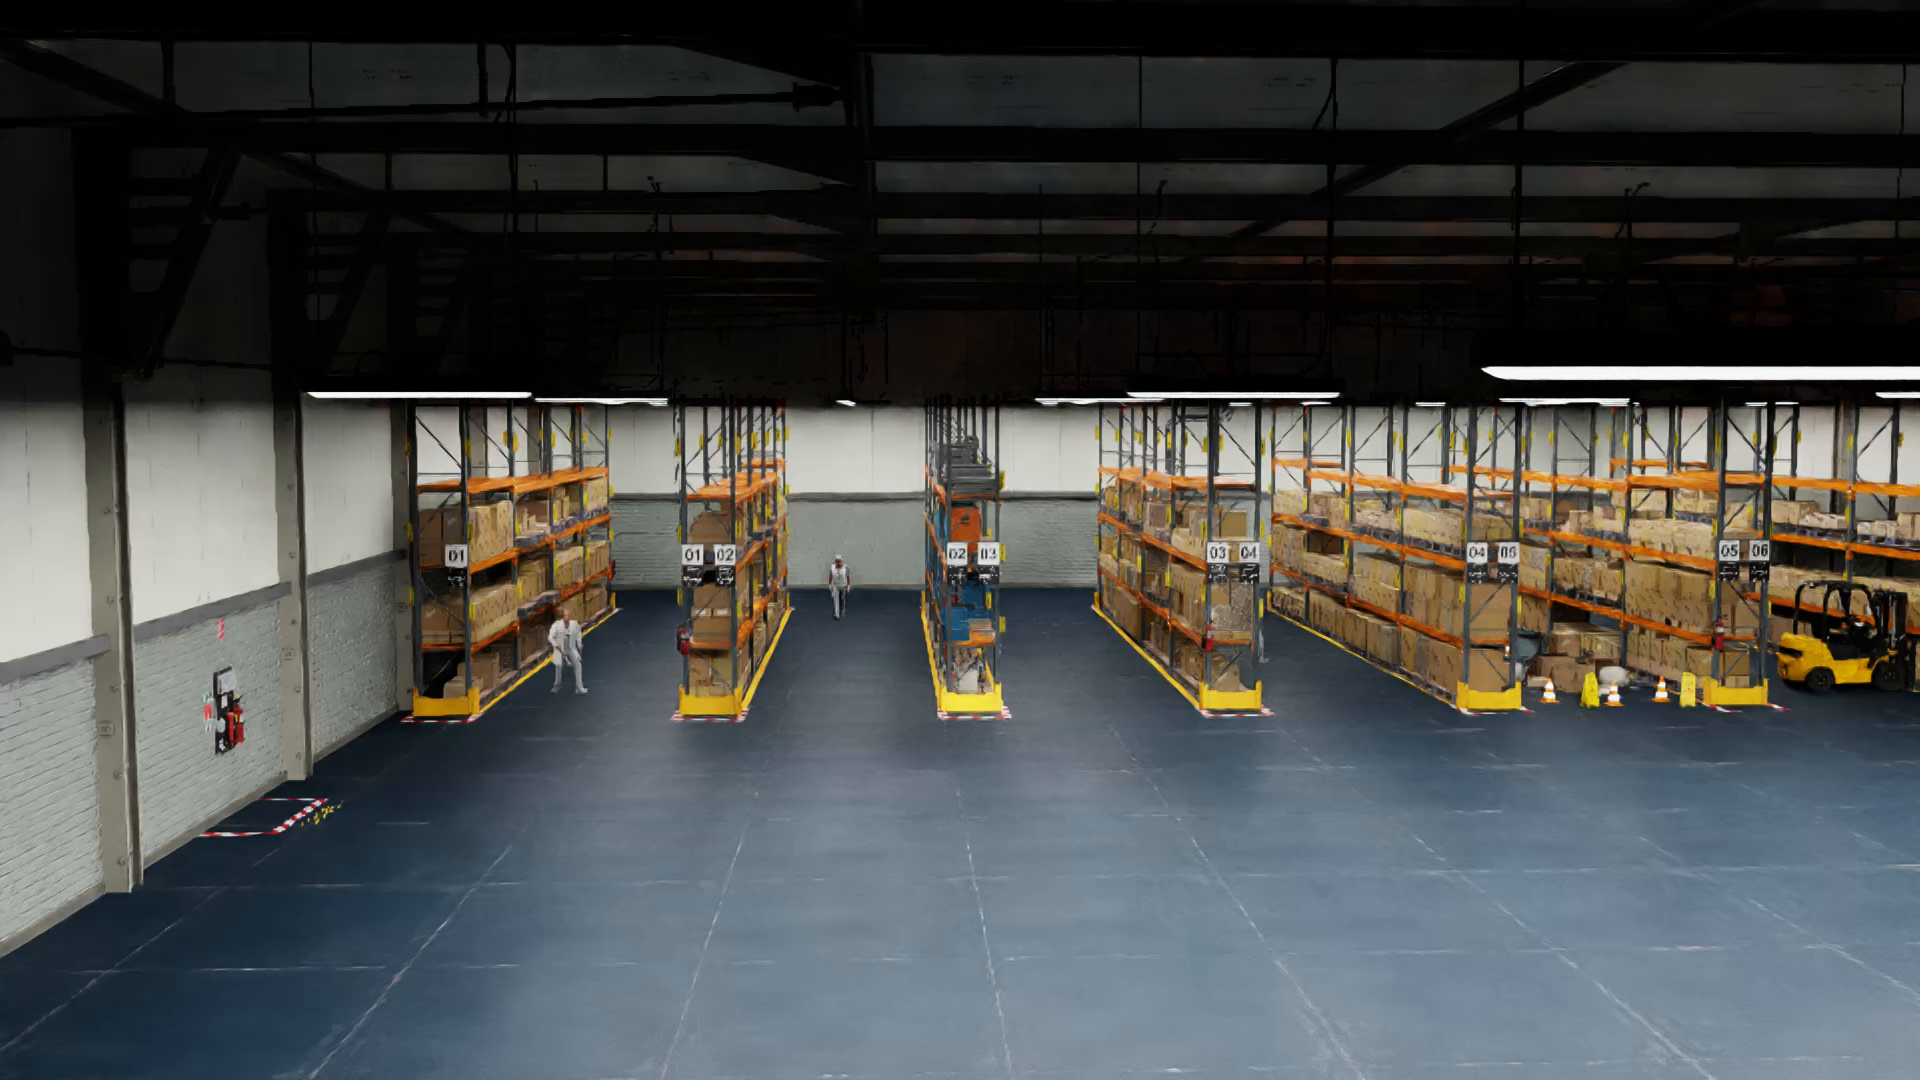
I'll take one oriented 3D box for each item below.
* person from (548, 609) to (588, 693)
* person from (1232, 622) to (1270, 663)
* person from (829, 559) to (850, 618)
[{"bbox_3d":[-7.905,2.219,33.395,0.737,1.714,0.889,-2,5,-20],"label":"person"},{"bbox_3d":[6.508,1.909,37.485,0.710,1.702,0.835,-2,5,-19],"label":"person"},{"bbox_3d":[-3.295,1.273,45.627,0.579,1.696,1.035,0,5,-3],"label":"person"}]
